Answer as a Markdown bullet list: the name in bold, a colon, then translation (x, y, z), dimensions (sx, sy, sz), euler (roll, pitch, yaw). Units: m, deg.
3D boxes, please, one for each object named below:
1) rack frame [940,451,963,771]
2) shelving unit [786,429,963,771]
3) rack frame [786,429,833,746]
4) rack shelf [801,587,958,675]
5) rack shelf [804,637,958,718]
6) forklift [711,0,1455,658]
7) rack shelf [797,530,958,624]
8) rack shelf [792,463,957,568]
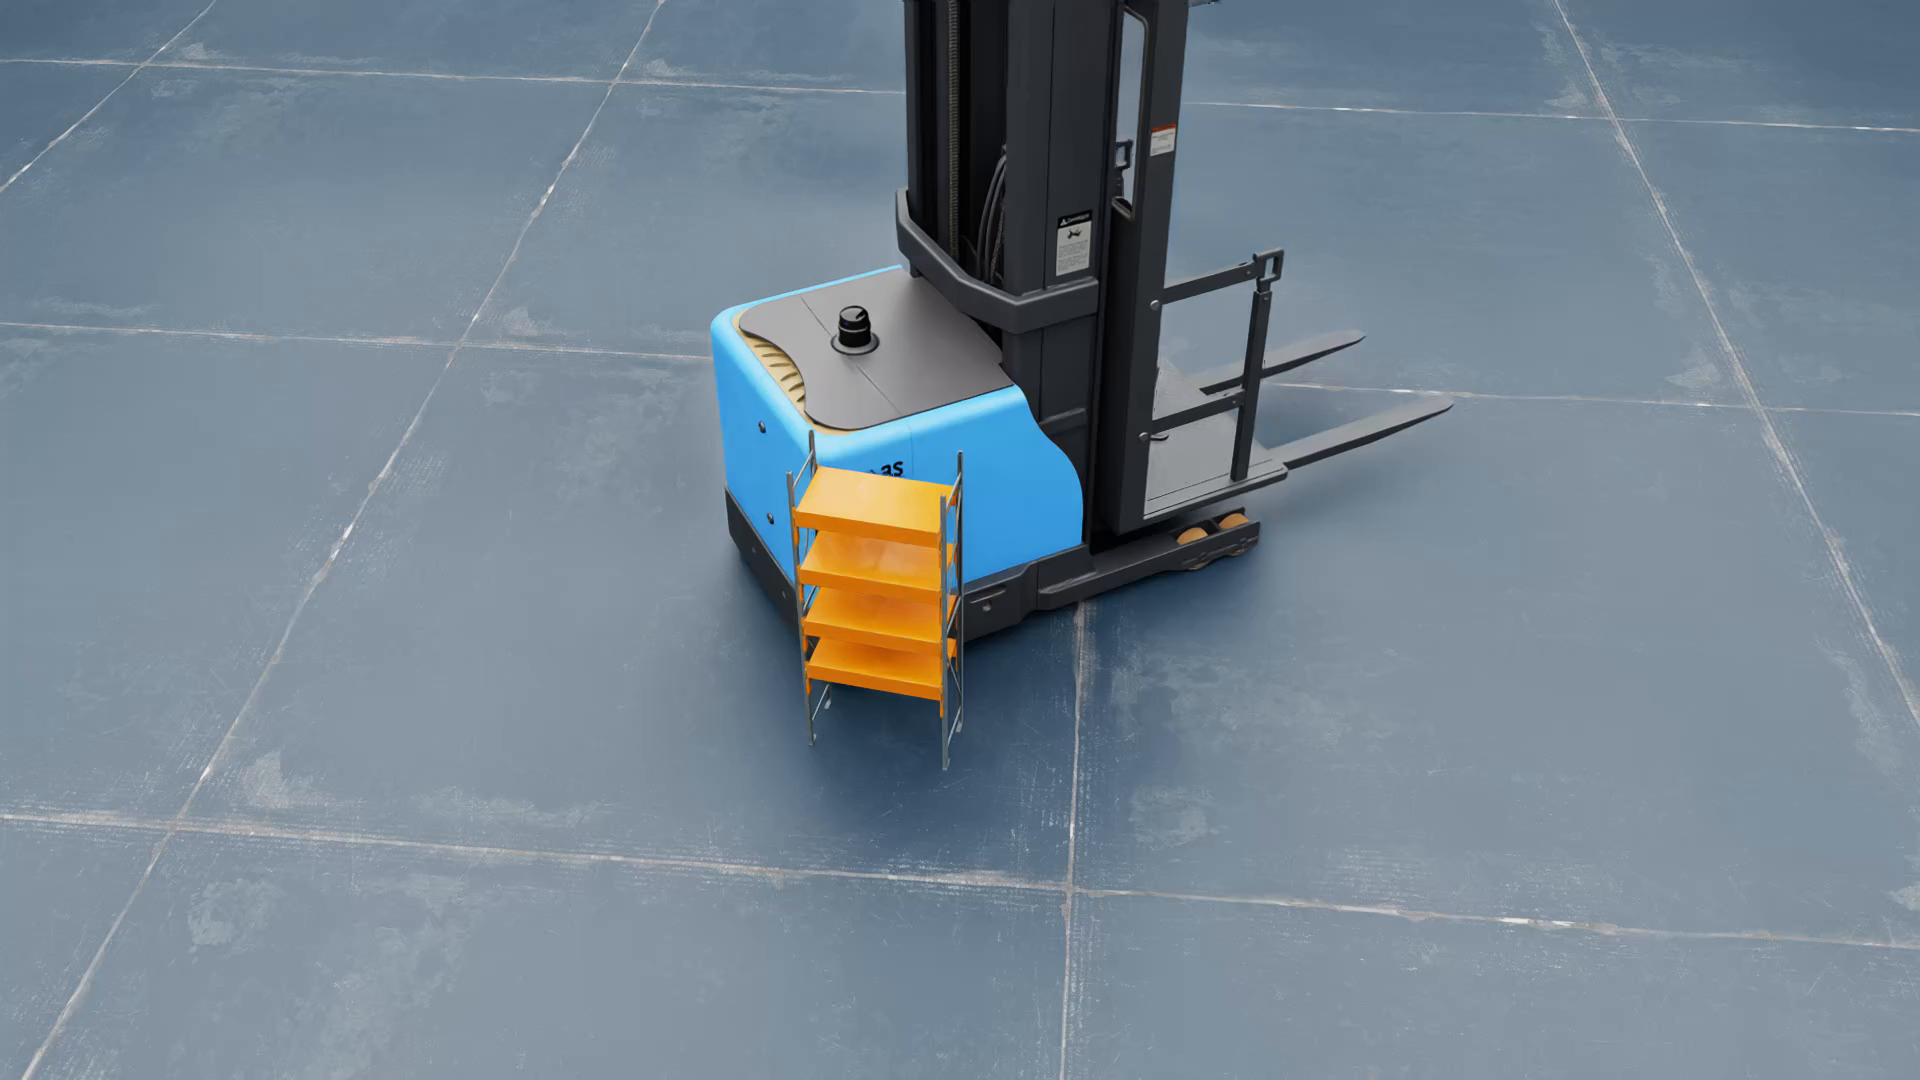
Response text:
- **rack frame**: translation (-0.025, 0.261, 5.479), dimensions (0.015, 1.200, 0.240), euler (9, 40, 11)
- **shelving unit**: translation (-0.262, 0.224, 5.525), dimensions (0.503, 1.200, 0.258), euler (9, 40, 11)
- **rack frame**: translation (-0.498, 0.187, 5.570), dimensions (0.015, 1.200, 0.240), euler (9, 40, 11)
- **rack shelf**: translation (-0.262, 0.276, 5.567), dimensions (0.480, 0.148, 0.258), euler (9, 40, 11)
- **rack shelf**: translation (-0.262, 0.430, 5.693), dimensions (0.480, 0.148, 0.258), euler (9, 40, 11)
- **forklift**: translation (0.623, -1.297, 6.022), dimensions (3.031, 2.935, 1.130), euler (-18, 42, -21)
- **rack shelf**: translation (-0.262, 0.102, 5.426), dimensions (0.480, 0.148, 0.258), euler (9, 40, 11)
- **rack shelf**: translation (-0.262, -0.081, 5.276), dimensions (0.480, 0.148, 0.258), euler (9, 40, 11)
